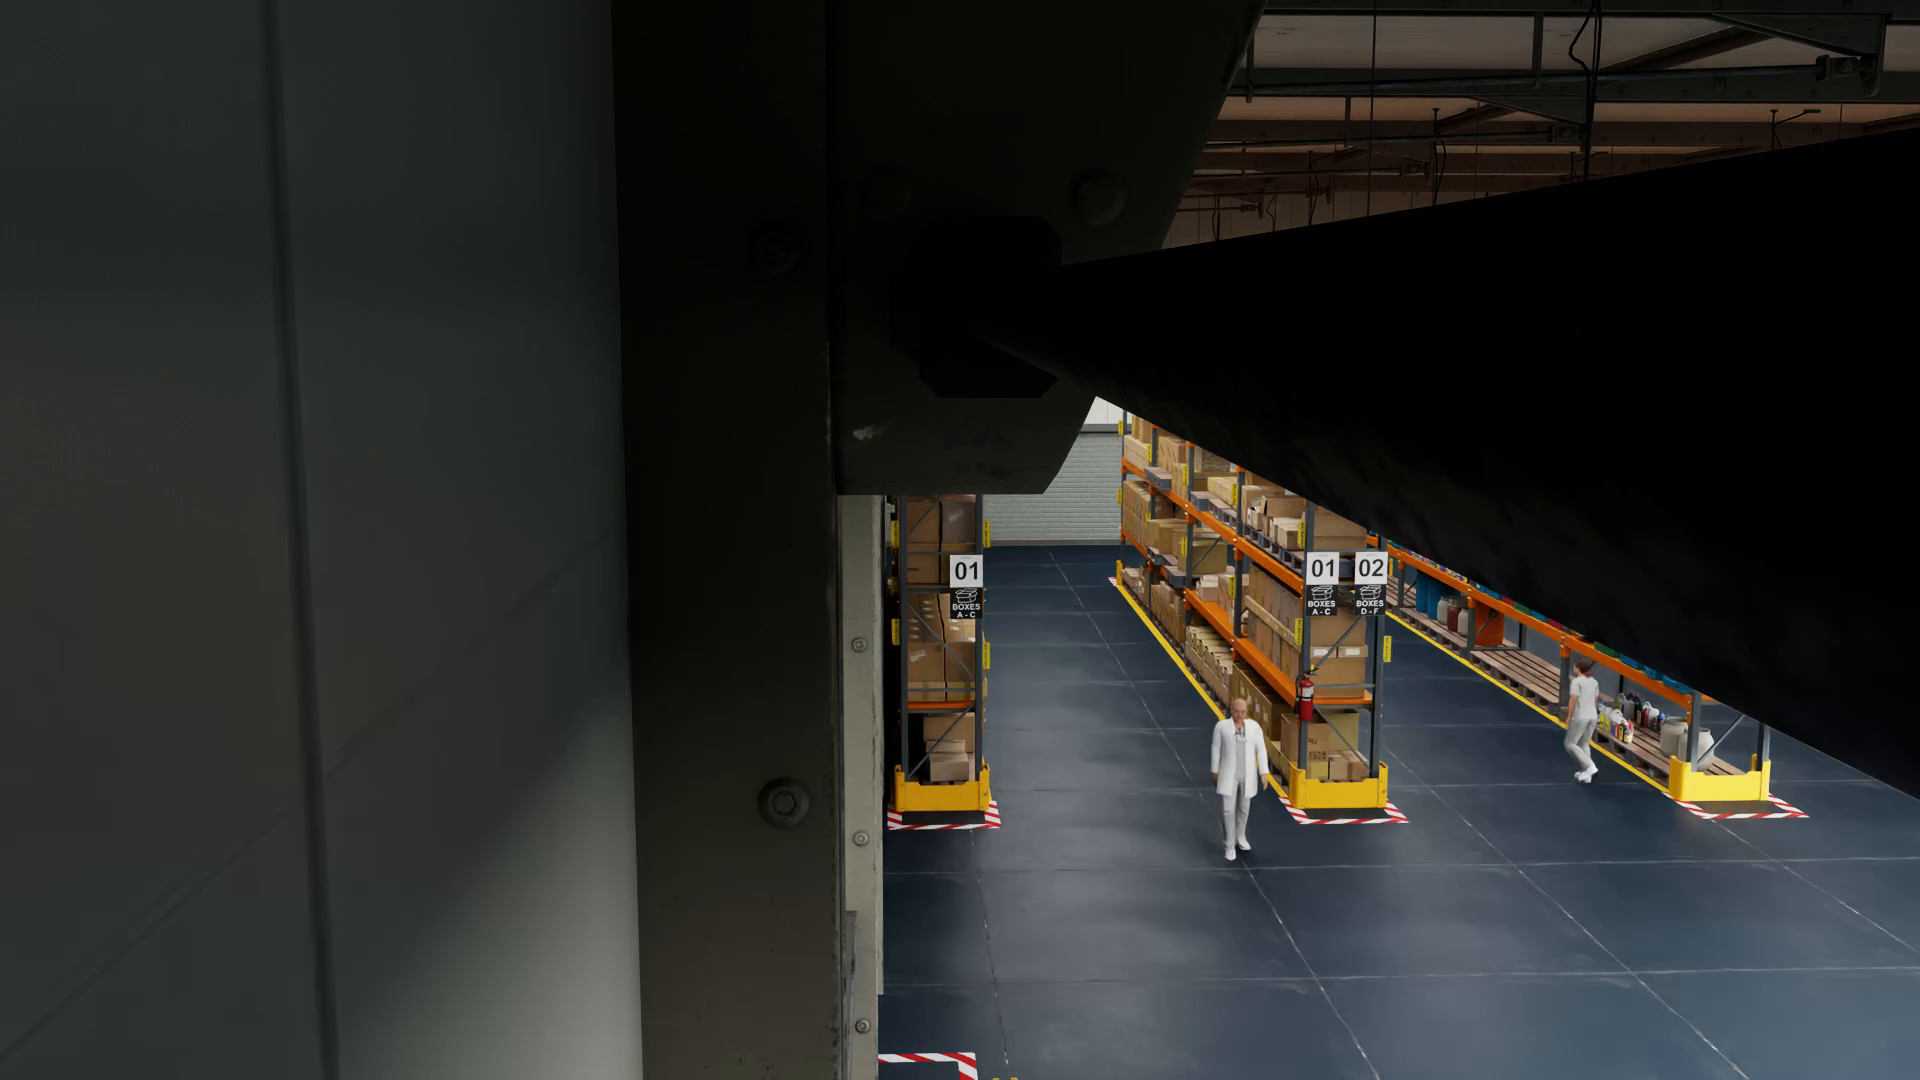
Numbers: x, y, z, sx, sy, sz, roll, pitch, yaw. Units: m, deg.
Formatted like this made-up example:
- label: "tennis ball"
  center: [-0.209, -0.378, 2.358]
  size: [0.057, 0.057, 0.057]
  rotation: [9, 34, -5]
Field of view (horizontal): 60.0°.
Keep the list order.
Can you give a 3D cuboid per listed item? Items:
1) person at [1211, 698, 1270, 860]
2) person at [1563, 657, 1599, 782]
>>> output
- label: "person"
  center: [3.179, 2.710, 18.889]
  size: [0.629, 1.854, 0.587]
  rotation: [0, 8, -1]
- label: "person"
  center: [8.151, 2.360, 21.677]
  size: [0.510, 1.613, 0.700]
  rotation: [-3, 9, -17]
